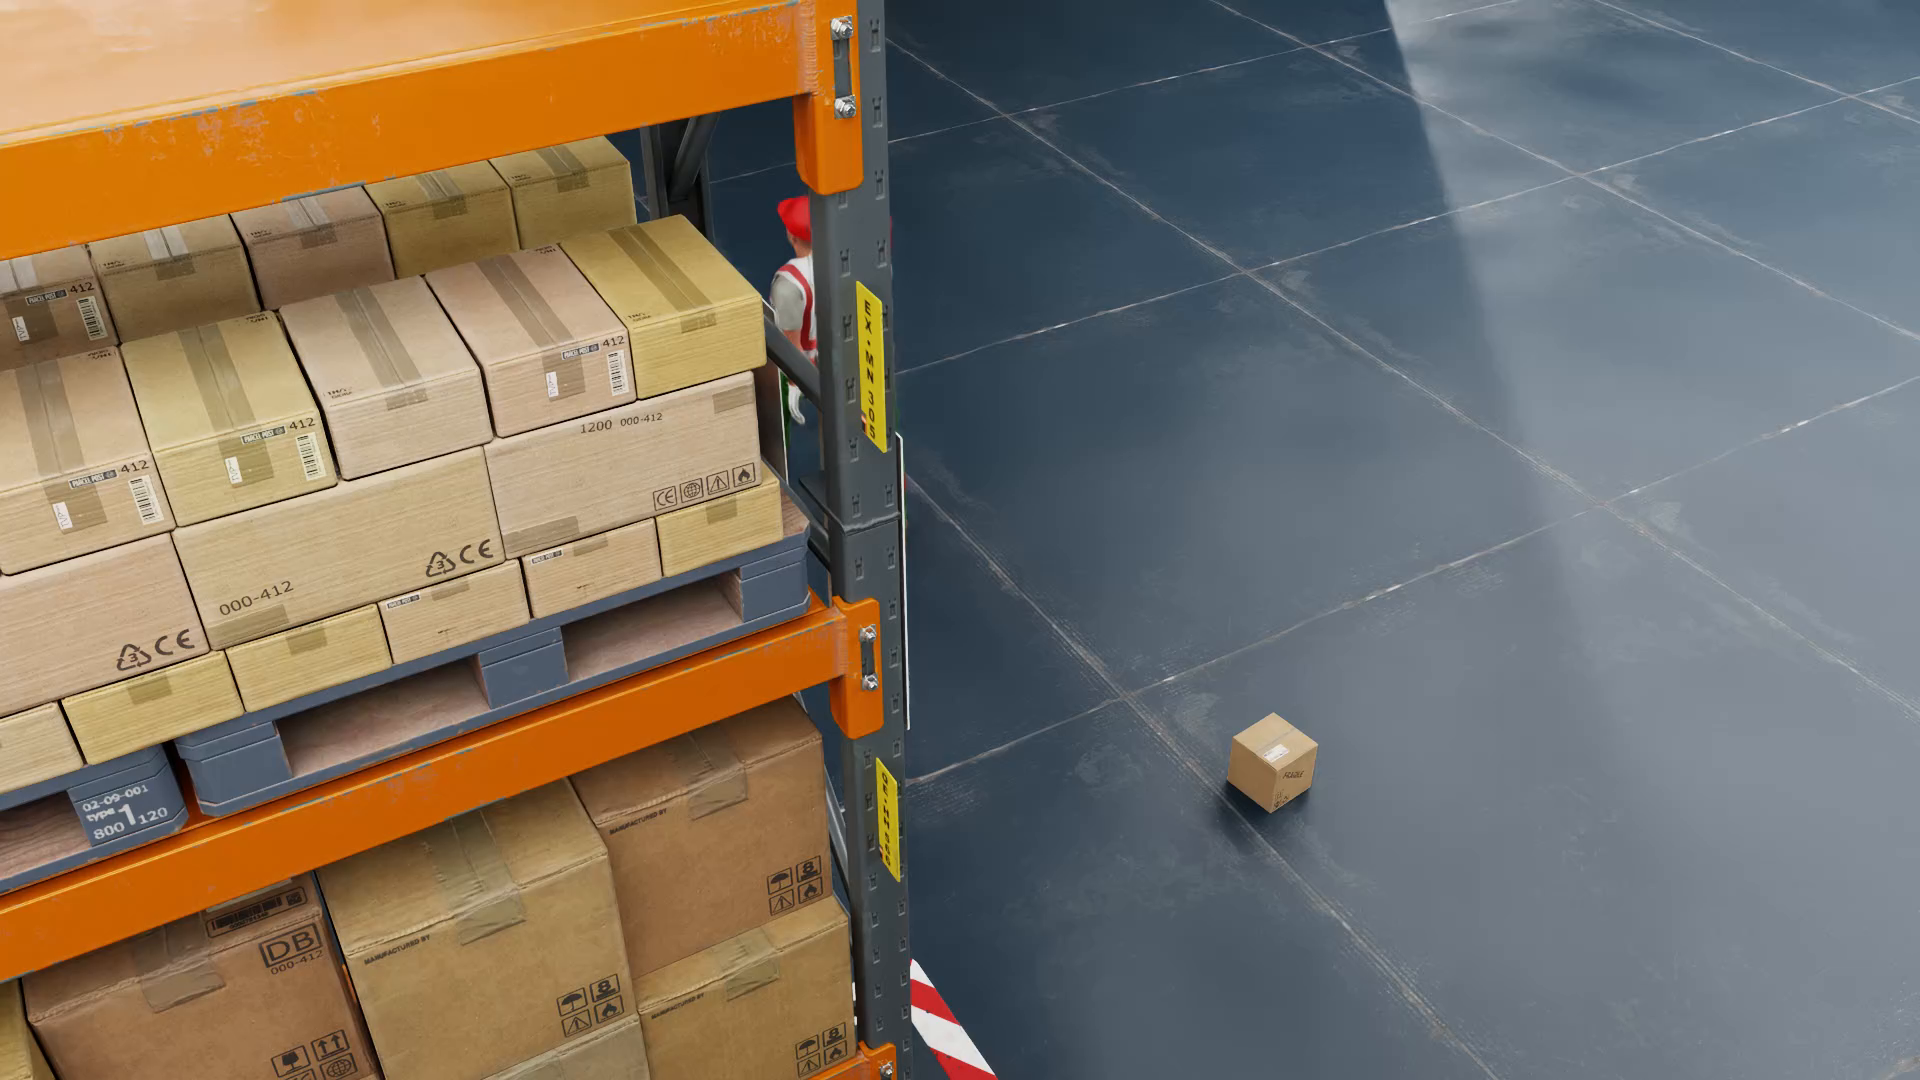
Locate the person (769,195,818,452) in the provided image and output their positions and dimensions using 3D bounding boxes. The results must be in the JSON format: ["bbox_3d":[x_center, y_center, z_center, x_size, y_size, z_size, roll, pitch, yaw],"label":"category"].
[{"bbox_3d":[-0.745,-0.909,8.150,0.567,1.745,1.061,-29,45,-33],"label":"person"}]
